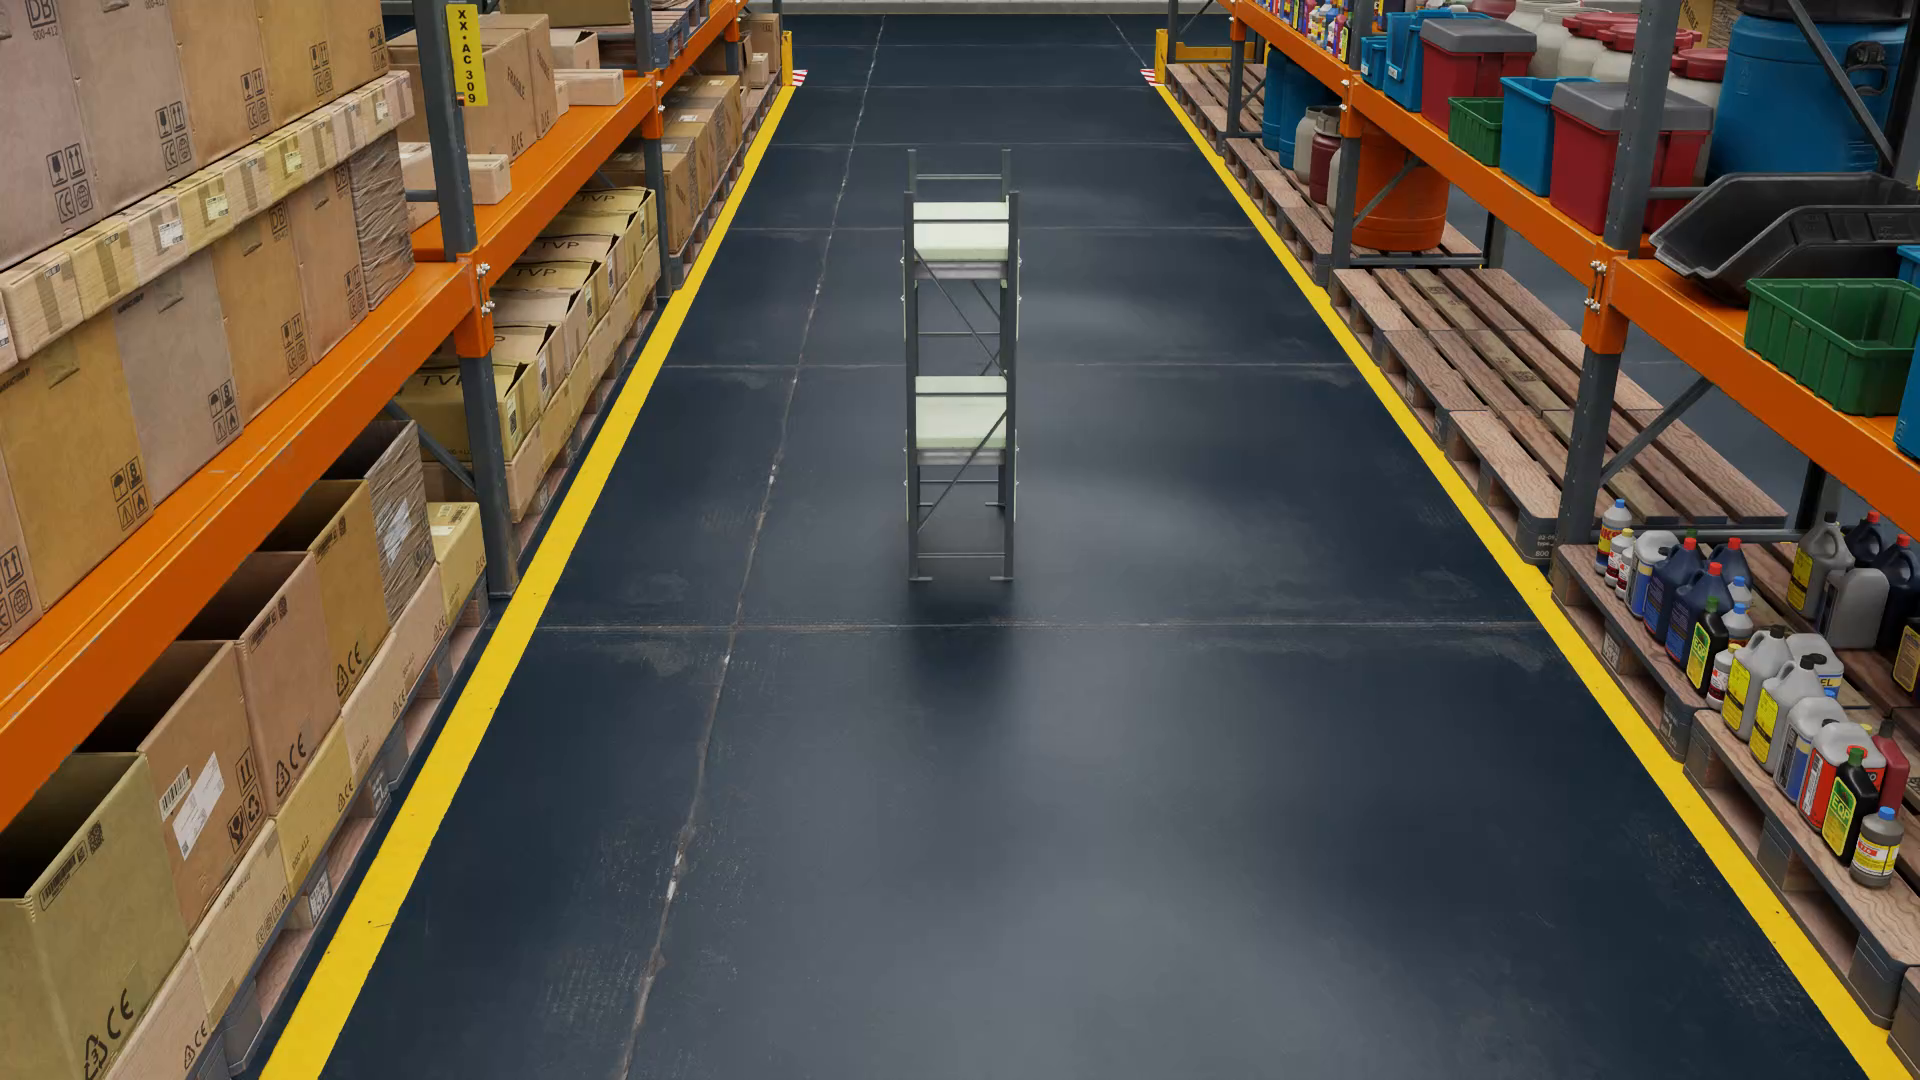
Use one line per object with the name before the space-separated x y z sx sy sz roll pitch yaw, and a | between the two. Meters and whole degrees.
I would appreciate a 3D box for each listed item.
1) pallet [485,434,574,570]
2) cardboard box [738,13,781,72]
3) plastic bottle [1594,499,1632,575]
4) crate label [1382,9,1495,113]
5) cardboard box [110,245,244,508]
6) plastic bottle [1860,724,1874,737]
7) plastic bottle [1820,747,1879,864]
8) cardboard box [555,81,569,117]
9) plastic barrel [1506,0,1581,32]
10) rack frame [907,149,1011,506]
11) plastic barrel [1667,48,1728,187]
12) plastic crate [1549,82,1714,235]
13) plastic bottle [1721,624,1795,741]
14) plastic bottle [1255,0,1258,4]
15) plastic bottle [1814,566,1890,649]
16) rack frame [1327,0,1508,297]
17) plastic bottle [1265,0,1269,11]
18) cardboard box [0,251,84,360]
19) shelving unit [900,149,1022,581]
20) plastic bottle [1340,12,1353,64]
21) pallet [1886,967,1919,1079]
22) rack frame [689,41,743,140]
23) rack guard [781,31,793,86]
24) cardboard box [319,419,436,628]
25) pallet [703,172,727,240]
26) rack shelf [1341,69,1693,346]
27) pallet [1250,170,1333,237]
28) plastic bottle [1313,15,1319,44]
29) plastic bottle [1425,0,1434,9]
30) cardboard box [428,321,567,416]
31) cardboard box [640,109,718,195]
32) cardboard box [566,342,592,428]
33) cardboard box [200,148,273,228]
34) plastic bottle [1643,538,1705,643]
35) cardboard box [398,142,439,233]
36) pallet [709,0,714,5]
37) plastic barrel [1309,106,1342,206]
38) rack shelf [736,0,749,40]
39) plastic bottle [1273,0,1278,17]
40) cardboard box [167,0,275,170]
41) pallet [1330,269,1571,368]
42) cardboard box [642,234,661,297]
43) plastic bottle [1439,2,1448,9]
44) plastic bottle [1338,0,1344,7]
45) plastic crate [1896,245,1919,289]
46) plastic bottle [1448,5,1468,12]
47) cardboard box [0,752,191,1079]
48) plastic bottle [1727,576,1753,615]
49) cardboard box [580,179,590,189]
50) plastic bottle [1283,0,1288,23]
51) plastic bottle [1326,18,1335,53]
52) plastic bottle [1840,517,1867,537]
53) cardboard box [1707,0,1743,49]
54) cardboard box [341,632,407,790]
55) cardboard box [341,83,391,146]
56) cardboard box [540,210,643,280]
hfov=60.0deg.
pallet | -2.235 -0.204 6.944 1.003 0.211 1.213 0 24 -1
cardboard box | -2.067 -4.954 16.563 0.500 0.500 0.500 0 24 -1
plastic bottle | 2.330 -0.016 5.921 0.097 0.271 0.097 0 24 0
crate label | 2.462 -2.445 8.474 0.502 0.435 0.616 0 24 -1
cardboard box | -2.156 -0.398 3.870 0.700 0.500 0.500 0 24 1
plastic bottle | 2.498 0.607 4.630 0.097 0.201 0.097 0 24 0
plastic bottle | 2.331 0.691 4.344 0.061 0.283 0.133 0 24 1
cardboard box | -2.162 -2.179 8.233 0.380 0.149 0.250 2 24 3
plastic barrel | 2.946 -2.468 8.431 0.421 0.512 0.421 0 24 0
rack frame | -0.004 -0.831 6.768 0.400 1.500 0.023 0 24 -1
plastic barrel | 2.974 -1.649 6.590 0.433 0.535 0.433 0 24 0
plastic crate | 2.454 -1.419 6.169 0.402 0.464 0.583 0 24 -1
plastic bottle | 2.365 0.402 4.901 0.144 0.351 0.185 0 24 -1
plastic bottle | 2.276 -4.142 12.509 0.097 0.201 0.097 0 24 0
plastic bottle | 2.914 0.203 5.432 0.152 0.276 0.135 0 24 -1
rack frame | 2.721 -2.840 9.389 1.000 3.000 0.127 0 24 -1
plastic bottle | 2.281 -3.966 12.121 0.097 0.201 0.097 0 24 0
cardboard box | -1.946 -0.452 3.200 0.380 0.149 0.250 -1 24 -2
shelving unit | 0.000 -0.681 6.435 0.431 1.500 0.755 0 24 -1
plastic bottle | 2.290 -2.951 9.777 0.061 0.283 0.133 0 24 -1
pallet | 2.757 1.361 3.484 1.003 0.211 1.213 0 24 -1
rack frame | -2.275 -4.467 12.987 1.000 3.000 0.127 0 24 -1
rack guard | -2.318 -4.945 17.078 1.175 0.500 0.348 0 24 -1
cardboard box | -1.971 -0.055 5.148 0.500 0.500 0.500 0 24 -1
pallet | -2.213 -2.358 11.707 1.003 0.211 1.213 0 24 -1
rack shelf | 2.743 -1.688 7.715 1.077 0.370 4.000 0 24 -1
pallet | 2.661 -2.395 11.790 1.003 0.211 1.213 0 24 -1
plastic bottle | 2.299 -3.257 10.553 0.097 0.201 0.097 0 24 0
plastic bottle | 3.056 -3.390 10.761 0.097 0.271 0.097 0 24 0
cardboard box | -1.944 -0.742 6.898 0.500 0.311 0.500 -1 24 -1
cardboard box | -1.974 -2.707 11.594 0.500 0.500 0.500 -1 24 -2
cardboard box | -1.957 -0.701 7.486 0.500 0.250 0.500 -1 24 -2
cardboard box | -1.959 -0.878 4.142 0.380 0.149 0.250 0 24 1
plastic bottle | 2.359 0.149 5.460 0.144 0.351 0.185 0 24 1
cardboard box | -2.237 -1.305 6.178 0.500 0.250 0.500 1 24 3
pallet | -2.376 -4.050 12.298 1.003 0.211 1.213 0 24 -1
plastic barrel | 2.687 -2.599 11.274 0.600 0.588 0.708 0 24 -1
rack shelf | -2.297 -4.964 14.958 1.077 0.370 4.000 0 24 -1
plastic bottle | 2.312 -3.857 11.790 0.152 0.276 0.135 0 24 -1
cardboard box | -2.165 -1.210 4.090 0.700 0.500 0.500 0 24 -1
pallet | 2.691 -1.250 9.257 1.003 0.211 1.213 0 24 -1
cardboard box | -1.982 -1.542 9.346 0.500 0.250 0.500 0 24 1
plastic bottle | 3.000 -3.199 10.340 0.097 0.271 0.097 0 24 0
plastic bottle | 2.871 -4.088 12.208 0.144 0.351 0.185 0 24 -1
plastic crate | 3.049 -0.669 4.769 0.499 0.251 0.616 0 24 -1
plastic bottle | 3.035 -3.154 10.233 0.152 0.276 0.135 0 24 -1
cardboard box | -1.935 0.769 3.326 0.500 0.500 0.500 0 24 -1
plastic bottle | 2.481 0.245 5.346 0.097 0.271 0.097 0 24 0
cardboard box | -2.477 -2.265 10.617 0.500 0.500 0.500 1 24 2
plastic bottle | 2.288 -3.712 11.473 0.097 0.271 0.097 0 24 0
plastic bottle | 2.304 -3.097 10.198 0.097 0.201 0.097 0 24 0
plastic bottle | 3.100 0.042 5.778 0.061 0.283 0.133 1 24 2
cardboard box | 7.684 -4.743 15.667 0.875 0.875 0.875 0 24 -1
cardboard box | -1.949 0.493 4.847 0.500 0.250 0.500 0 24 -1
cardboard box | -1.970 -1.299 5.073 0.380 0.149 0.250 -1 24 -2
cardboard box | -1.968 -1.584 8.759 0.500 0.311 0.500 -1 24 -1
